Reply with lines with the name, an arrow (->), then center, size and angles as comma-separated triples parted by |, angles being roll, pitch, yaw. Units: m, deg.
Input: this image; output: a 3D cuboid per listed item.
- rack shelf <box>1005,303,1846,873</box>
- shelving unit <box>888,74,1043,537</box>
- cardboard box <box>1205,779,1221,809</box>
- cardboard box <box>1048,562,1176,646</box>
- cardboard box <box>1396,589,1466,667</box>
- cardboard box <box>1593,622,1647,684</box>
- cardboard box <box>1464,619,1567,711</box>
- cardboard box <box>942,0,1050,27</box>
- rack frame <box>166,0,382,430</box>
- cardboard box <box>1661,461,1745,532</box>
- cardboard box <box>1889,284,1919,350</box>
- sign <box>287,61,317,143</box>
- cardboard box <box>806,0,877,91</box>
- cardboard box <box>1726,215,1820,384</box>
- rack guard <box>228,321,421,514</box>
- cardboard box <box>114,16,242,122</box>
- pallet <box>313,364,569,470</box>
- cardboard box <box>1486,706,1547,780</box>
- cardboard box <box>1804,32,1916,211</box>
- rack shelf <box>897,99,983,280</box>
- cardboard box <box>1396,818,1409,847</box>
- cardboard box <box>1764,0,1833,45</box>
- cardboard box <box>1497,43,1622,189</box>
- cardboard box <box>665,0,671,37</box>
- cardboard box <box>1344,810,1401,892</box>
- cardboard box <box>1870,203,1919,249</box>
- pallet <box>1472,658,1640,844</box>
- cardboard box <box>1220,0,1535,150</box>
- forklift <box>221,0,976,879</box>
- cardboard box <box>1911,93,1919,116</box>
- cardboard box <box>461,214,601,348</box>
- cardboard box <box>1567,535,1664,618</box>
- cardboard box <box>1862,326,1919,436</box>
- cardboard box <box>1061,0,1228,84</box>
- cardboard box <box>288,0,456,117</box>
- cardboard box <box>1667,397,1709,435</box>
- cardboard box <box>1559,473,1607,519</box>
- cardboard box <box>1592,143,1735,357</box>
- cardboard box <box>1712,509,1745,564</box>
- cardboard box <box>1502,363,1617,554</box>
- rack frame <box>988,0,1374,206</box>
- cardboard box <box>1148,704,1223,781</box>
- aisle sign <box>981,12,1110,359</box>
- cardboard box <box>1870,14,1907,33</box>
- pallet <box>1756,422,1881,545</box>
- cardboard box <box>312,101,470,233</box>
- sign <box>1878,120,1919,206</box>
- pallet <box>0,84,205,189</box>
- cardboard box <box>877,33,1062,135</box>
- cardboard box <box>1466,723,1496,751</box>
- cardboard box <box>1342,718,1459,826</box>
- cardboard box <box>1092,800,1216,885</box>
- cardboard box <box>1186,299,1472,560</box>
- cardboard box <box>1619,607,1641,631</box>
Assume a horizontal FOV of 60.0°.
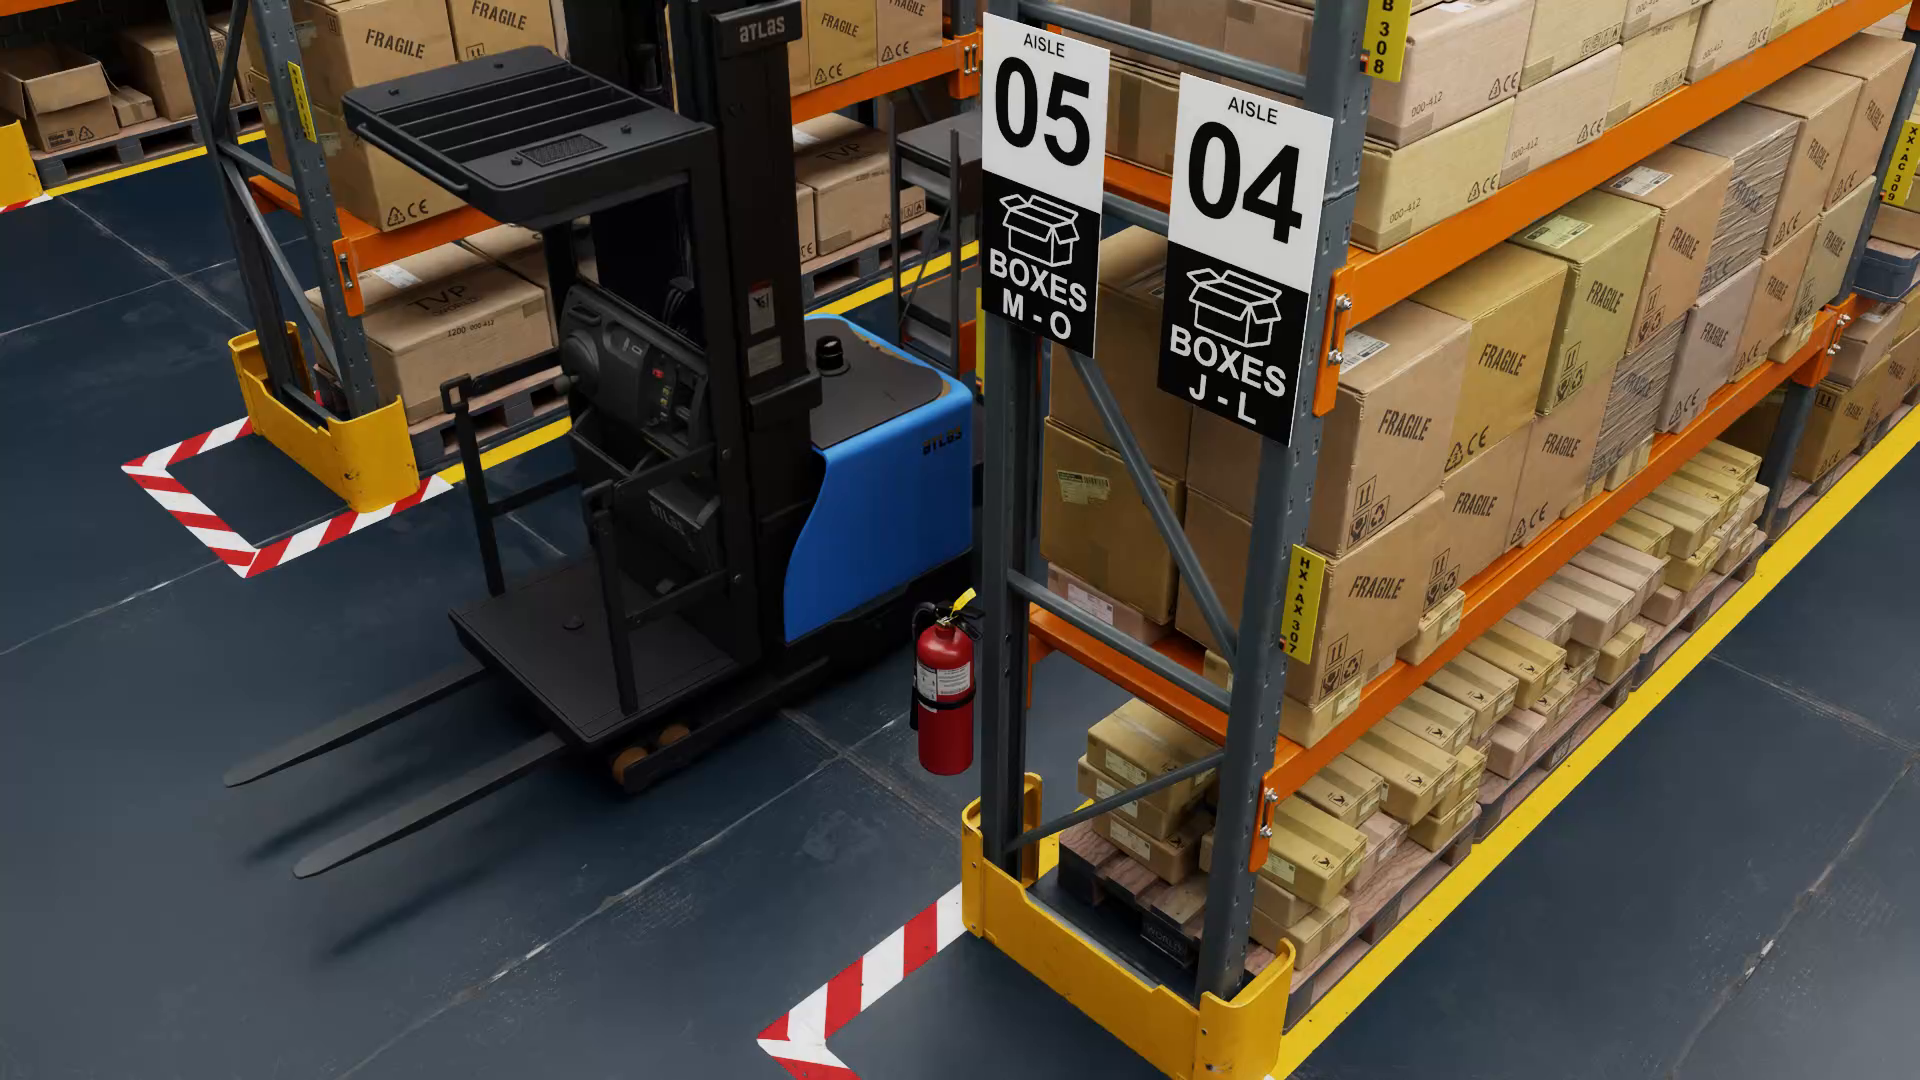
rack shelf -> 1.871, -0.219, 6.070 | 1.077, 0.370, 4.000 | 30, 45, 35
shelving unit -> 0.038, -0.869, 7.160 | 0.503, 2.100, 0.431 | -27, 43, -33
cardboard box -> 0.853, 0.759, 5.904 | 0.380, 0.149, 0.250 | 28, 44, 34
cardboard box -> 0.491, 0.155, 5.125 | 0.380, 0.149, 0.250 | 30, 45, 35
cardboard box -> 1.300, 0.194, 5.069 | 0.380, 0.149, 0.250 | 28, 44, 34
cardboard box -> 2.516, 0.388, 6.696 | 0.380, 0.149, 0.250 | 29, 44, 35
cardboard box -> 1.985, 0.433, 6.112 | 0.250, 0.149, 0.380 | -29, 44, -35
cardboard box -> 0.193, -3.290, 9.977 | 0.500, 0.250, 0.500 | 28, 44, 34
rack frame -> -3.122, -1.656, 7.502 | 1.000, 3.000, 0.127 | 30, 45, 35
cardboard box -> 3.062, -0.204, 7.025 | 0.250, 0.149, 0.380 | -29, 44, -35
cardboard box -> 4.361, -1.191, 7.998 | 0.500, 0.250, 0.500 | -29, 44, -34
sign -> -2.733, -1.817, 6.908 | 0.100, 0.325, 0.005 | 30, 45, 35
cardboard box -> -0.808, -2.818, 9.082 | 0.500, 0.500, 0.500 | 28, 44, 34
cardboard box -> 2.773, -0.968, 6.169 | 0.500, 0.500, 0.500 | 28, 44, 34
rack guard -> -3.139, -0.621, 8.203 | 1.175, 0.500, 0.348 | 30, 45, 35
cardboard box -> -5.519, -3.343, 11.740 | 0.500, 0.500, 0.700 | -28, 44, -34
pallet -> -2.615, -0.868, 8.811 | 1.003, 0.211, 1.213 | 30, 45, 35
cardboard box -> 1.962, 0.701, 6.248 | 0.380, 0.149, 0.250 | 27, 43, 33
cardboard box -> 3.141, -1.599, 6.199 | 0.500, 0.500, 0.500 | 28, 44, 34
rack shelf -> 0.038, -1.432, 6.767 | 0.480, 0.518, 0.431 | -27, 43, -33
cardboard box -> 1.354, 0.969, 5.864 | 0.250, 0.149, 0.380 | -29, 44, -35
cardboard box -> 2.408, -1.782, 5.192 | 0.500, 0.250, 0.500 | 29, 44, 35
cardboard box -> 1.333, -1.162, 4.303 | 0.500, 0.250, 0.500 | -28, 44, -34
cardboard box -> -1.515, -2.815, 8.202 | 0.500, 0.500, 0.500 | -30, 45, -35
cardboard box -> 1.246, 0.975, 5.594 | 0.380, 0.149, 0.250 | 29, 44, 35
cardboard box -> 3.884, -1.369, 6.944 | 0.380, 0.149, 0.250 | 27, 43, 33
pallet -> 1.972, 0.603, 6.701 | 1.003, 0.211, 1.213 | 30, 45, 35
cardboard box -> 0.962, -1.153, 3.853 | 0.500, 0.250, 0.500 | -29, 44, -35
forklift -> -1.366, -0.580, 6.019 | 3.031, 2.935, 1.130 | -27, 43, -33
cardboard box -> 4.076, -1.729, 6.940 | 0.250, 0.149, 0.380 | -29, 44, -34
cardboard box -> -2.089, -1.460, 9.095 | 0.875, 0.438, 0.875 | -29, 44, -34
cardboard box -> 2.528, 0.121, 6.559 | 0.380, 0.149, 0.250 | 27, 43, 33
cardboard box -> 4.360, -0.881, 8.209 | 0.500, 0.500, 0.500 | -28, 43, -34
cardboard box -> 0.606, -1.365, 4.157 | 0.500, 0.250, 0.500 | 28, 44, 34
cardboard box -> -2.582, -2.187, 7.302 | 0.500, 0.500, 0.500 | 28, 44, 34
cardboard box -> 2.541, -0.562, 6.154 | 0.380, 0.149, 0.250 | 27, 43, 34
cardboard box -> 1.985, -0.252, 5.709 | 0.250, 0.149, 0.380 | -28, 44, -34
cardboard box -> 2.056, -0.968, 5.295 | 0.500, 0.500, 0.500 | 28, 44, 34
cardboard box -> 3.102, -0.080, 7.107 | 0.380, 0.149, 0.250 | 27, 43, 33
cardboard box -> 1.687, -0.357, 5.293 | 0.500, 0.500, 0.500 | -29, 44, -35
rack frame -> 0.462, -2.163, 2.984 | 1.000, 3.000, 0.127 | 30, 45, 35
cardboard box -> 0.873, 0.655, 5.793 | 0.250, 0.149, 0.380 | -29, 44, -35
aisle sign -> 0.197, -0.860, 4.088 | 0.394, 0.787, 0.004 | 30, 45, 35
cardboard box -> 4.343, -2.409, 7.915 | 0.380, 0.149, 0.250 | 27, 43, 33
pallet -> 3.827, -0.499, 8.280 | 1.003, 0.211, 1.213 | 30, 45, 35
cardboard box -> -2.580, -1.776, 7.587 | 0.500, 0.500, 0.500 | 29, 44, 35
sign -> 3.670, -1.465, 6.472 | 0.100, 0.325, 0.005 | 30, 45, 35
pallet -> -6.033, -2.866, 11.675 | 1.003, 0.211, 1.213 | 30, 45, 35
cardboard box -> 0.076, -2.864, 10.725 | 0.875, 0.875, 0.875 | -28, 44, -34
cardboard box -> 1.733, 0.634, 6.084 | 0.380, 0.149, 0.250 | 27, 43, 33
cardboard box -> 1.449, 0.764, 5.637 | 0.380, 0.149, 0.250 | 29, 44, 35
cardboard box -> 0.684, 0.997, 5.823 | 0.250, 0.149, 0.380 | -29, 44, -35
cardboard box -> 0.966, -0.350, 4.409 | 0.500, 0.500, 0.500 | 29, 44, 35
cardboard box -> 2.513, 0.210, 6.692 | 0.250, 0.149, 0.380 | -29, 44, -35
